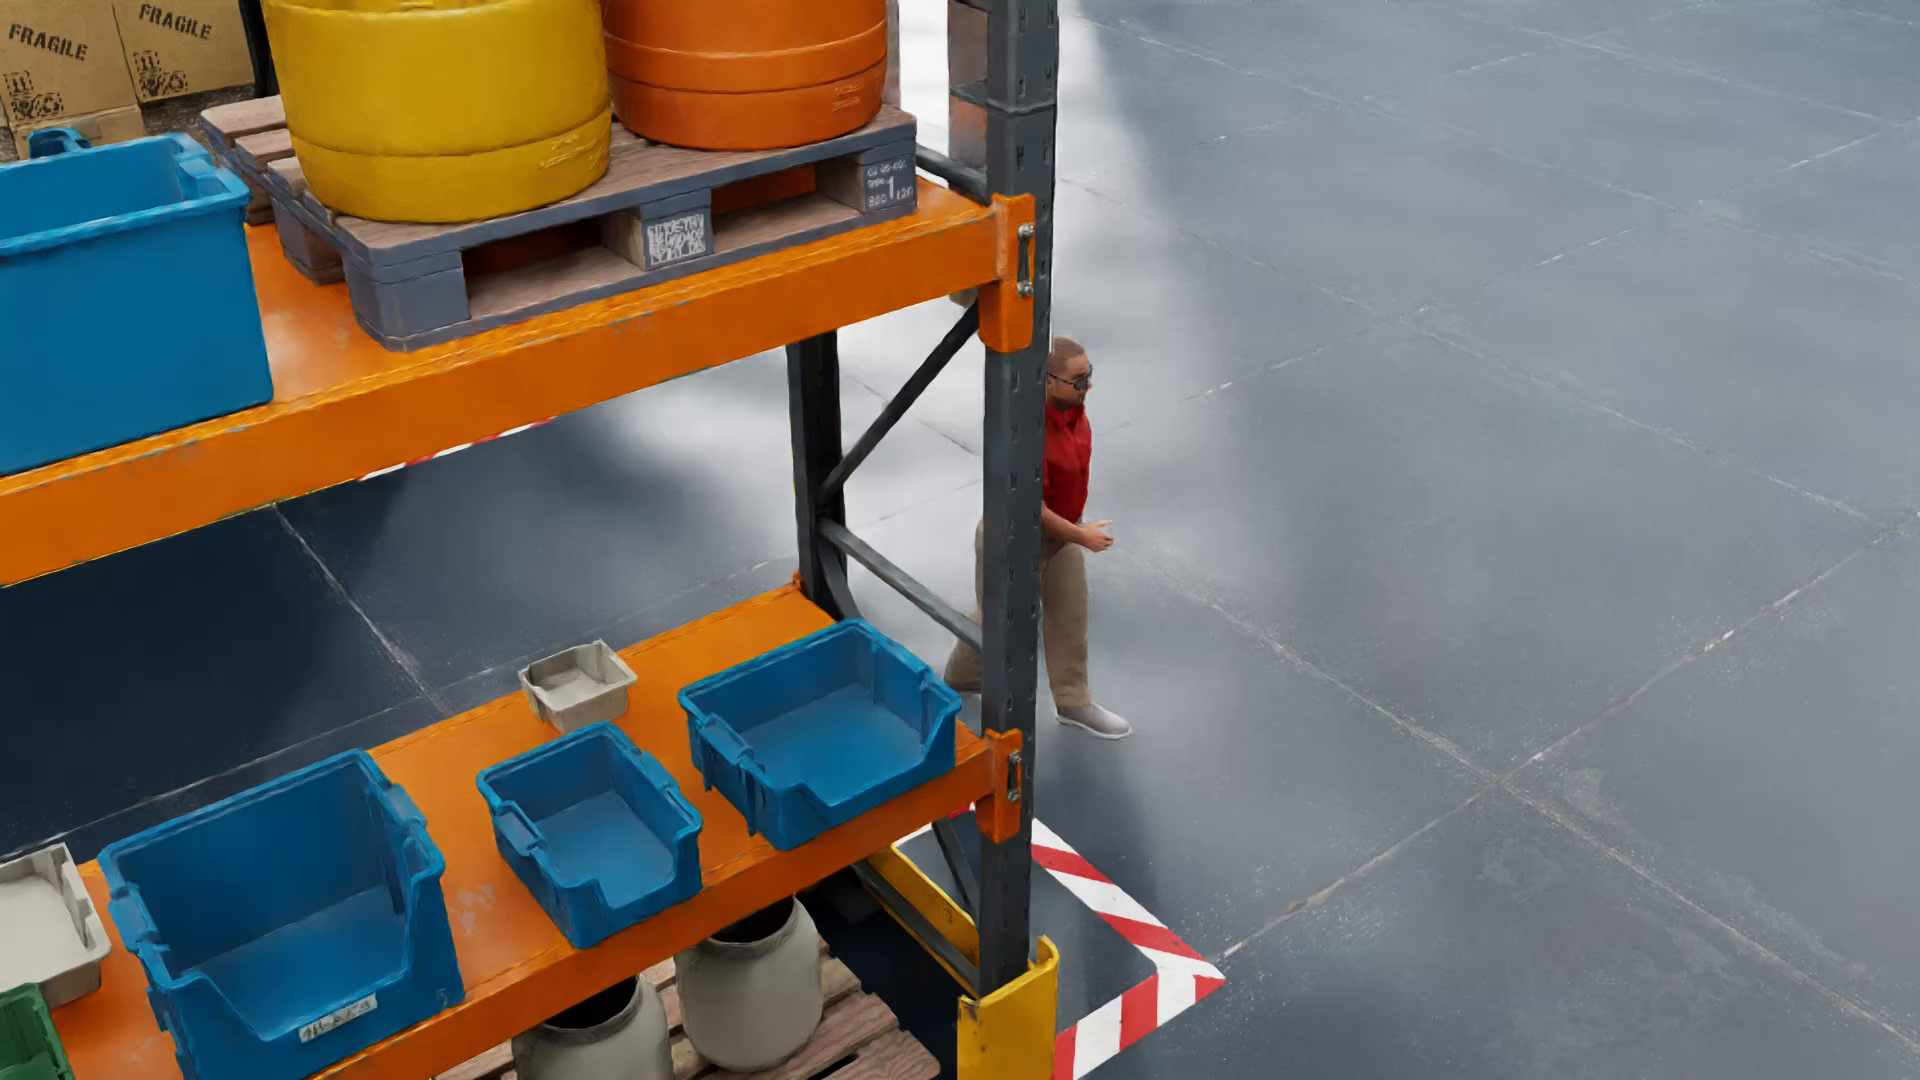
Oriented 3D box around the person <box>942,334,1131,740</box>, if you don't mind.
[{"bbox_3d":[0.300,-0.020,6.180,0.797,1.699,0.582,17,36,26],"label":"person"}]
